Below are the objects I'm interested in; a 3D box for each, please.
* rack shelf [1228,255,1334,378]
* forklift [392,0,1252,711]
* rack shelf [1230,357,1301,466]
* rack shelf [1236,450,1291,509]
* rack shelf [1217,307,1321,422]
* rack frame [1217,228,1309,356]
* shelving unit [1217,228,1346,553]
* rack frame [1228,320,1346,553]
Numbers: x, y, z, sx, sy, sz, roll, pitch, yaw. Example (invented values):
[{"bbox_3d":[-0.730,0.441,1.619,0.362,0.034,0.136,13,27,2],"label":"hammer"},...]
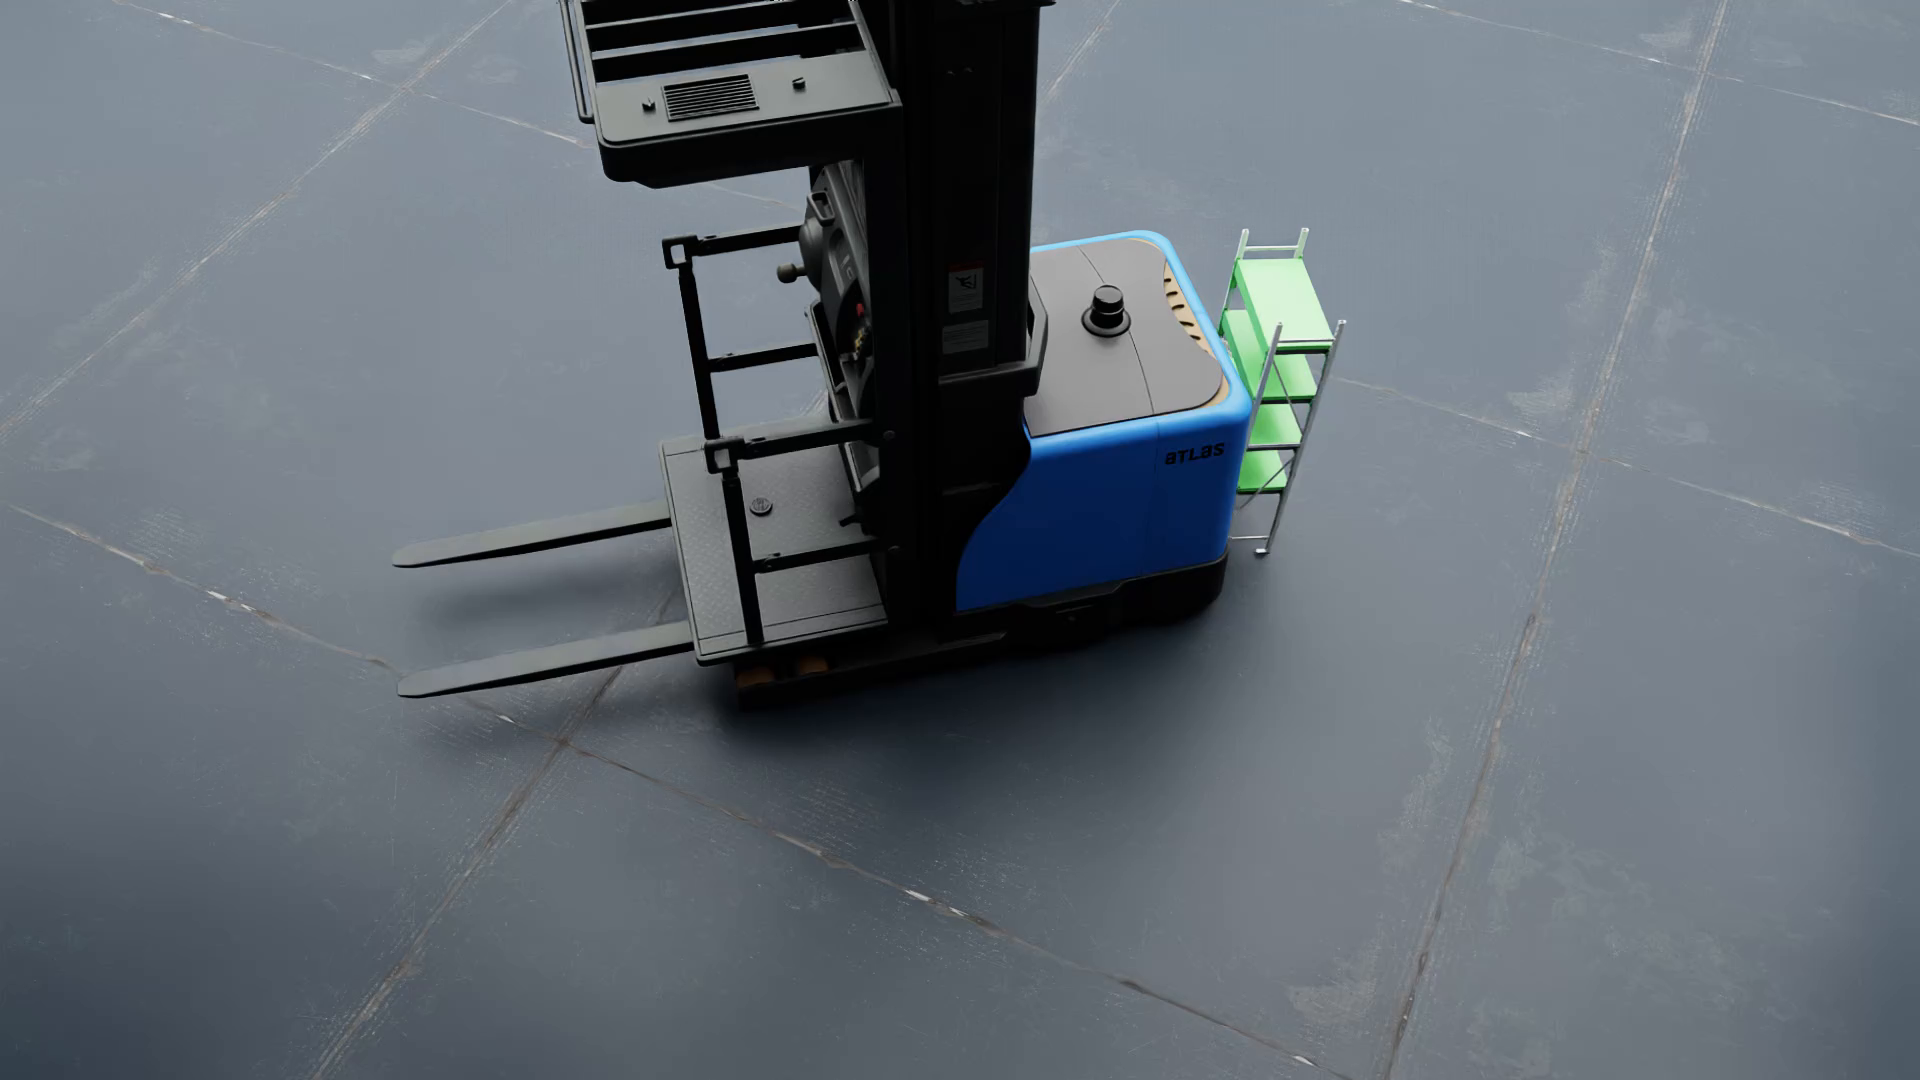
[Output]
[{"bbox_3d":[1.141,-0.798,5.900,0.258,0.148,0.480,-3,50,-8],"label":"rack shelf"},{"bbox_3d":[-0.577,-0.786,5.310,3.031,2.935,1.130,-11,50,-9],"label":"forklift"},{"bbox_3d":[1.105,-0.485,6.262,0.258,0.148,0.480,-3,50,-8],"label":"rack shelf"},{"bbox_3d":[1.088,-0.328,6.443,0.258,0.148,0.480,-3,50,-8],"label":"rack shelf"},{"bbox_3d":[1.123,-0.642,6.081,0.258,0.148,0.480,-3,50,-8],"label":"rack shelf"},{"bbox_3d":[1.080,-0.711,6.370,0.240,1.200,0.015,-3,50,-8],"label":"rack frame"},{"bbox_3d":[1.110,-0.527,6.214,0.258,1.200,0.503,-3,50,-8],"label":"shelving unit"},{"bbox_3d":[1.141,-0.342,6.057,0.240,1.200,0.015,-3,50,-8],"label":"rack frame"}]
